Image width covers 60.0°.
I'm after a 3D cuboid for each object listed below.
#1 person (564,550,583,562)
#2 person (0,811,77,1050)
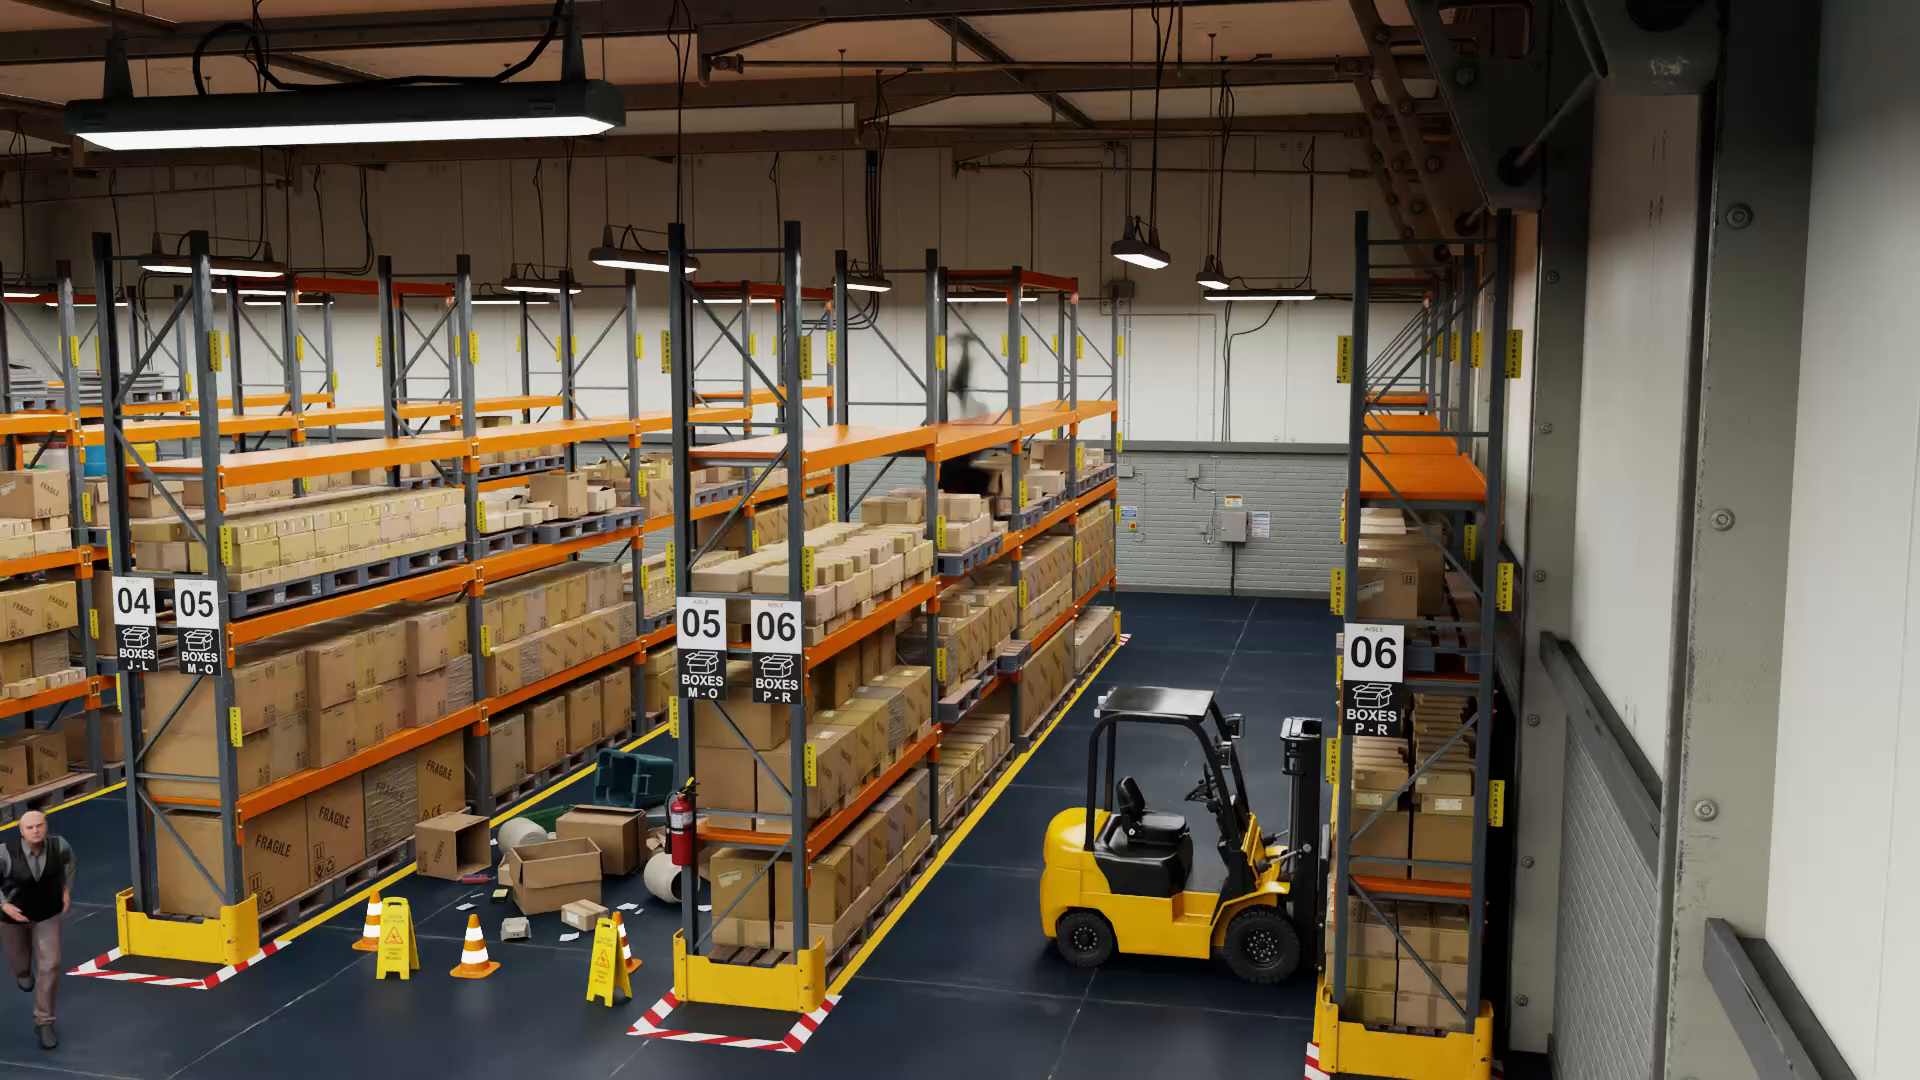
[{"bbox_3d":[-7.588,0.421,31.934,0.756,1.738,0.721,3,7,20],"label":"person"},{"bbox_3d":[-6.949,2.828,12.453,0.660,1.717,1.065,-5,9,-36],"label":"person"}]
